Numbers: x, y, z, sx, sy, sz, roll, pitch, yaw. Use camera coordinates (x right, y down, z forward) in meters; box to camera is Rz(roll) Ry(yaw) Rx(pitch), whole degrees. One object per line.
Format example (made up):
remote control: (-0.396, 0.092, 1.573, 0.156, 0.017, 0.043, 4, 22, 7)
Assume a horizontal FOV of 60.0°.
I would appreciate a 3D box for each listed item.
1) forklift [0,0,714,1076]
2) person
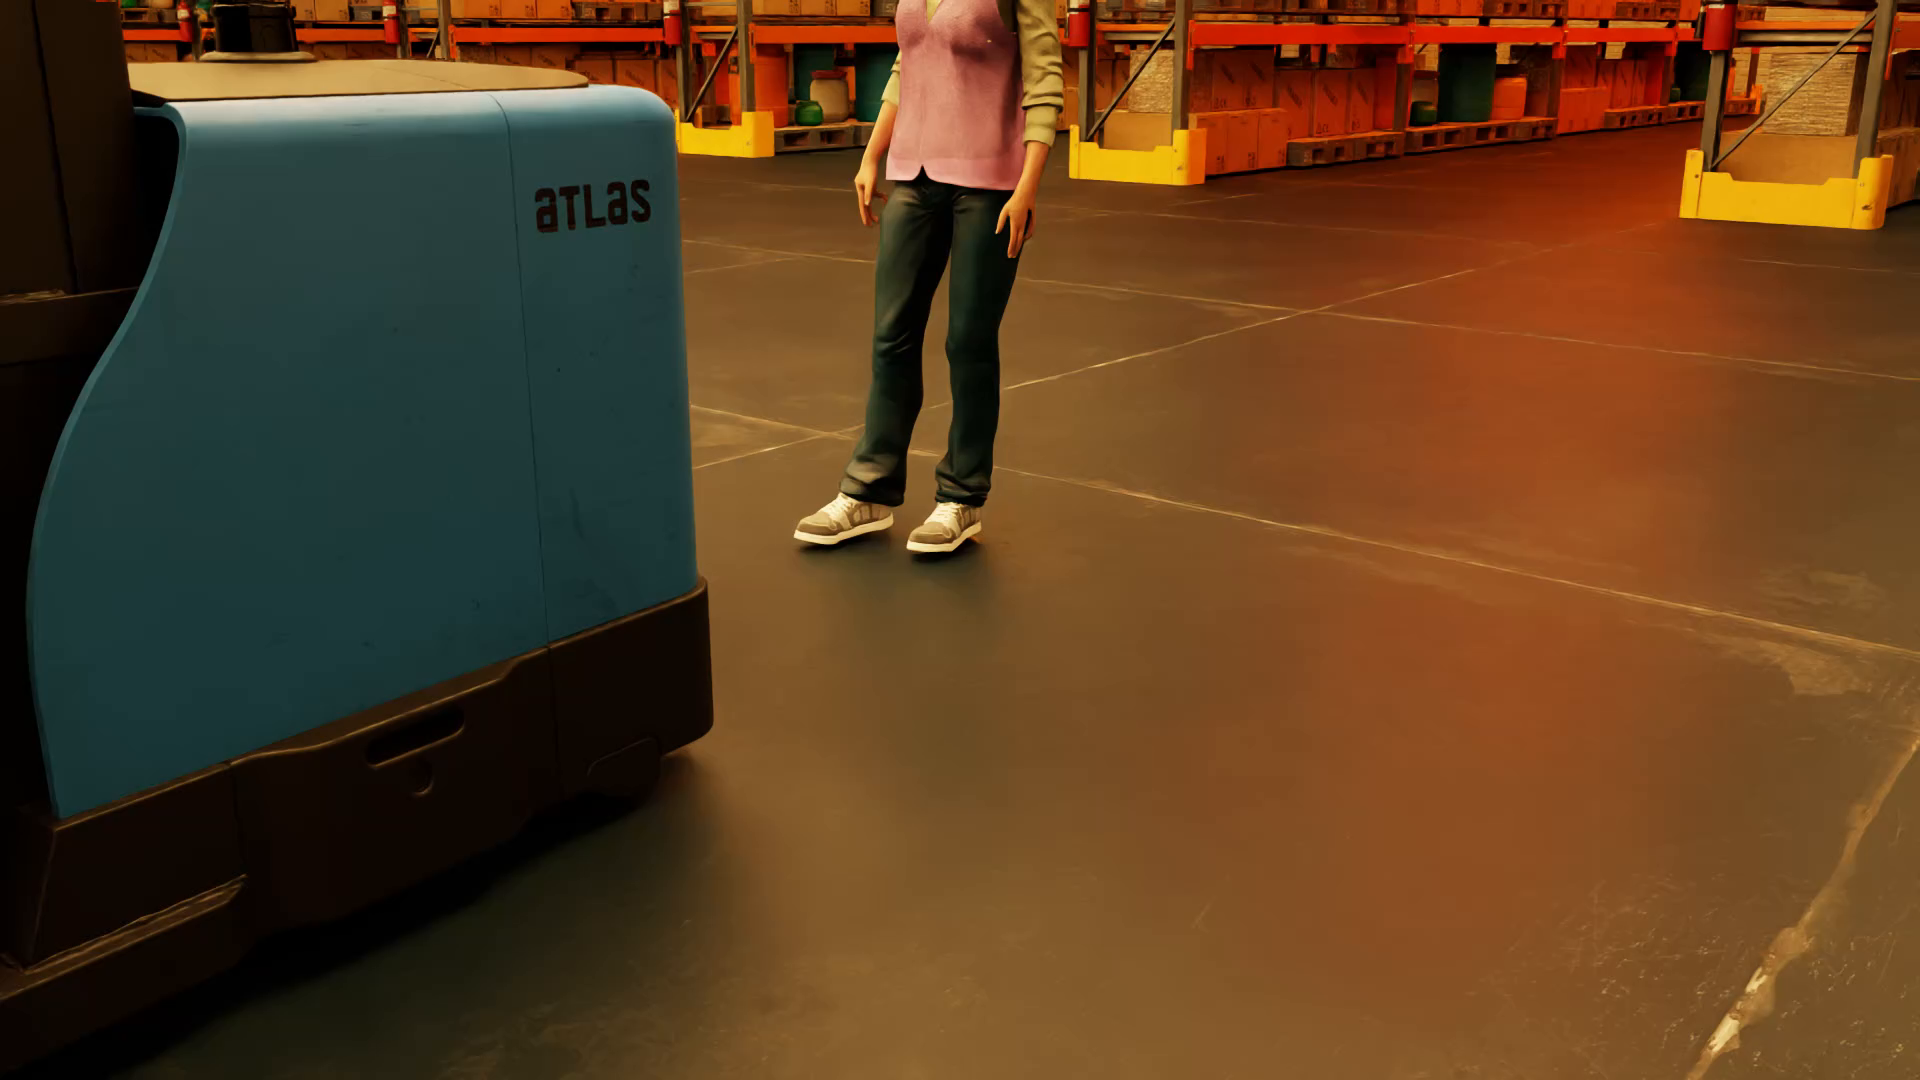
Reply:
forklift: (-1.678, -0.775, 1.449, 1.130, 2.935, 3.031, 12, 21, 35)
person: (-0.057, -0.757, 3.662, 0.520, 1.596, 0.475, 13, 21, 37)
